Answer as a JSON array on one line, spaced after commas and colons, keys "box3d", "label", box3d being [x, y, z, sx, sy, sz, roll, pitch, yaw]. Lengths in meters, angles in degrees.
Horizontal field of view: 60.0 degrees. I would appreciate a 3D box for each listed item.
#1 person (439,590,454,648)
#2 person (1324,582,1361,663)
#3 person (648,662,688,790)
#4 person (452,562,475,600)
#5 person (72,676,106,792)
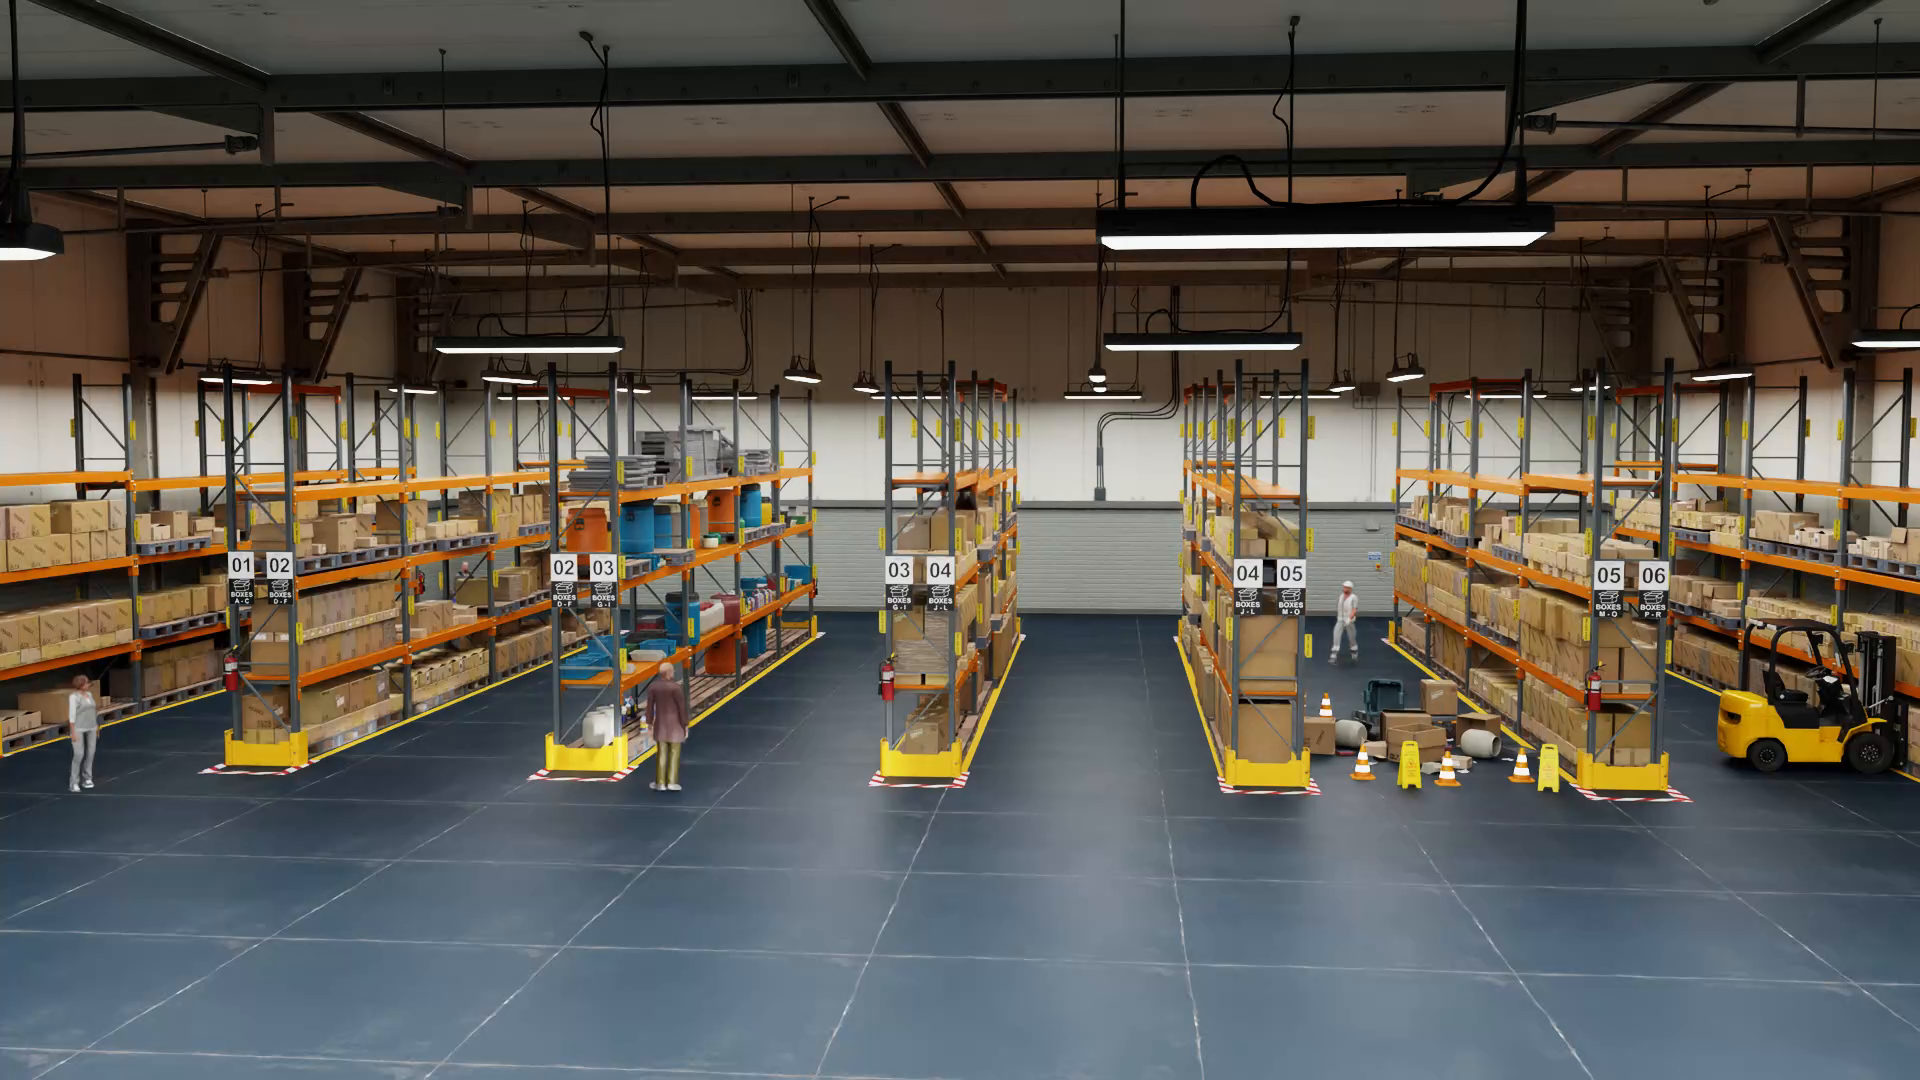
[{"box3d": [-11.089, 1.837, 35.972, 0.467, 1.594, 0.758, 1, 4, 12], "label": "person"}, {"box3d": [8.229, 1.764, 35.682, 1.013, 1.734, 0.556, -3, 5, -36], "label": "person"}, {"box3d": [-4.075, 2.599, 23.137, 0.680, 1.808, 0.461, 2, 4, 24], "label": "person"}, {"box3d": [-12.370, 1.412, 41.569, 0.609, 1.702, 0.560, -2, 4, -33], "label": "person"}, {"box3d": [-12.222, 2.705, 23.238, 0.422, 1.616, 0.481, 2, 4, 28], "label": "person"}]
